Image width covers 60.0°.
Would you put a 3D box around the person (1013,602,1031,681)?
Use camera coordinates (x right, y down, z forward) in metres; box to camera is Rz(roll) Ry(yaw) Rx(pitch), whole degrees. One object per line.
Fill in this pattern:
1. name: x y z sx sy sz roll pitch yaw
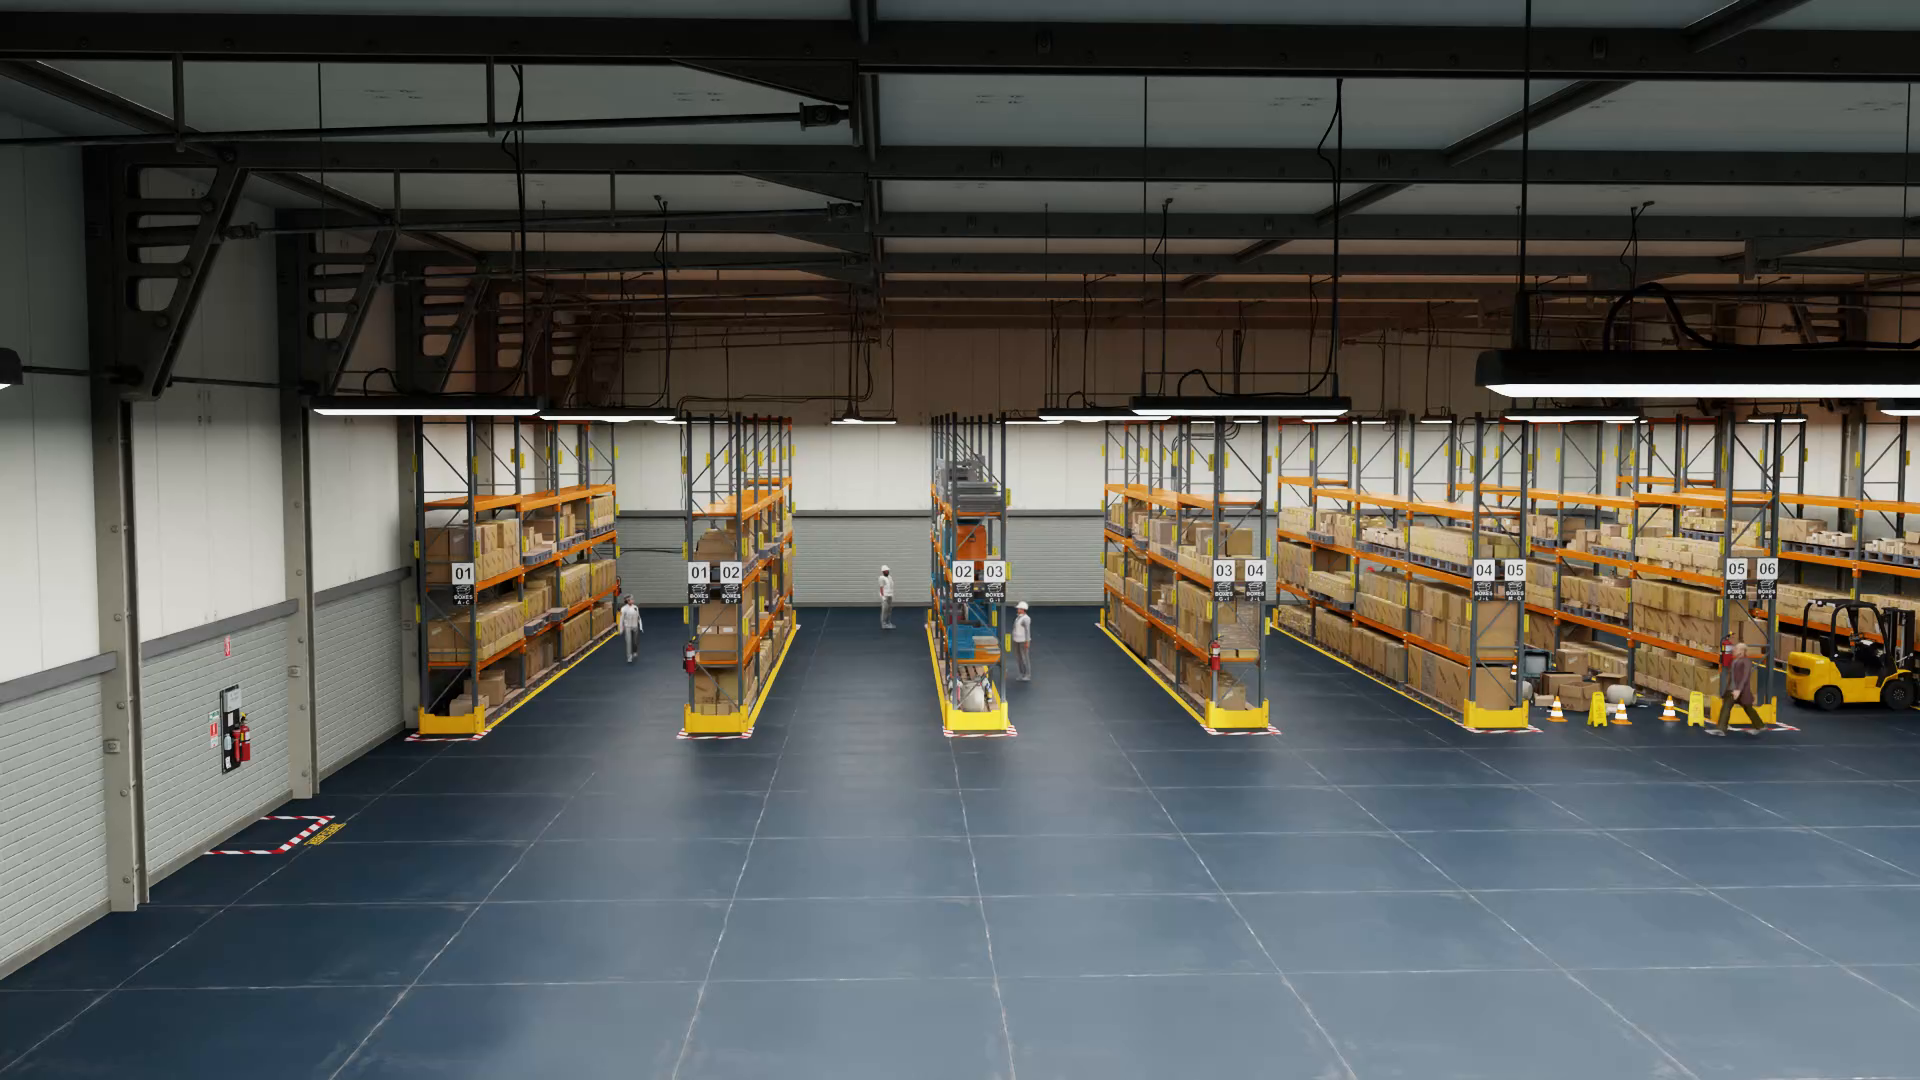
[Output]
1. person: 1.405 2.298 37.407 0.385 1.807 0.614 -2 4 -27

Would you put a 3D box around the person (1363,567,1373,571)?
1. person: 11.511 1.653 46.868 0.399 1.781 0.694 1 4 12

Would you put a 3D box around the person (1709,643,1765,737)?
1. person: 14.375 2.765 30.673 1.022 1.750 0.540 -2 5 -32

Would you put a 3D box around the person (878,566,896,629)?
1. person: -2.051 1.625 47.217 0.422 1.790 0.637 2 4 25

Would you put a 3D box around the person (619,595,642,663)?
1. person: -8.030 2.143 40.525 0.567 1.639 0.761 -1 4 -13
